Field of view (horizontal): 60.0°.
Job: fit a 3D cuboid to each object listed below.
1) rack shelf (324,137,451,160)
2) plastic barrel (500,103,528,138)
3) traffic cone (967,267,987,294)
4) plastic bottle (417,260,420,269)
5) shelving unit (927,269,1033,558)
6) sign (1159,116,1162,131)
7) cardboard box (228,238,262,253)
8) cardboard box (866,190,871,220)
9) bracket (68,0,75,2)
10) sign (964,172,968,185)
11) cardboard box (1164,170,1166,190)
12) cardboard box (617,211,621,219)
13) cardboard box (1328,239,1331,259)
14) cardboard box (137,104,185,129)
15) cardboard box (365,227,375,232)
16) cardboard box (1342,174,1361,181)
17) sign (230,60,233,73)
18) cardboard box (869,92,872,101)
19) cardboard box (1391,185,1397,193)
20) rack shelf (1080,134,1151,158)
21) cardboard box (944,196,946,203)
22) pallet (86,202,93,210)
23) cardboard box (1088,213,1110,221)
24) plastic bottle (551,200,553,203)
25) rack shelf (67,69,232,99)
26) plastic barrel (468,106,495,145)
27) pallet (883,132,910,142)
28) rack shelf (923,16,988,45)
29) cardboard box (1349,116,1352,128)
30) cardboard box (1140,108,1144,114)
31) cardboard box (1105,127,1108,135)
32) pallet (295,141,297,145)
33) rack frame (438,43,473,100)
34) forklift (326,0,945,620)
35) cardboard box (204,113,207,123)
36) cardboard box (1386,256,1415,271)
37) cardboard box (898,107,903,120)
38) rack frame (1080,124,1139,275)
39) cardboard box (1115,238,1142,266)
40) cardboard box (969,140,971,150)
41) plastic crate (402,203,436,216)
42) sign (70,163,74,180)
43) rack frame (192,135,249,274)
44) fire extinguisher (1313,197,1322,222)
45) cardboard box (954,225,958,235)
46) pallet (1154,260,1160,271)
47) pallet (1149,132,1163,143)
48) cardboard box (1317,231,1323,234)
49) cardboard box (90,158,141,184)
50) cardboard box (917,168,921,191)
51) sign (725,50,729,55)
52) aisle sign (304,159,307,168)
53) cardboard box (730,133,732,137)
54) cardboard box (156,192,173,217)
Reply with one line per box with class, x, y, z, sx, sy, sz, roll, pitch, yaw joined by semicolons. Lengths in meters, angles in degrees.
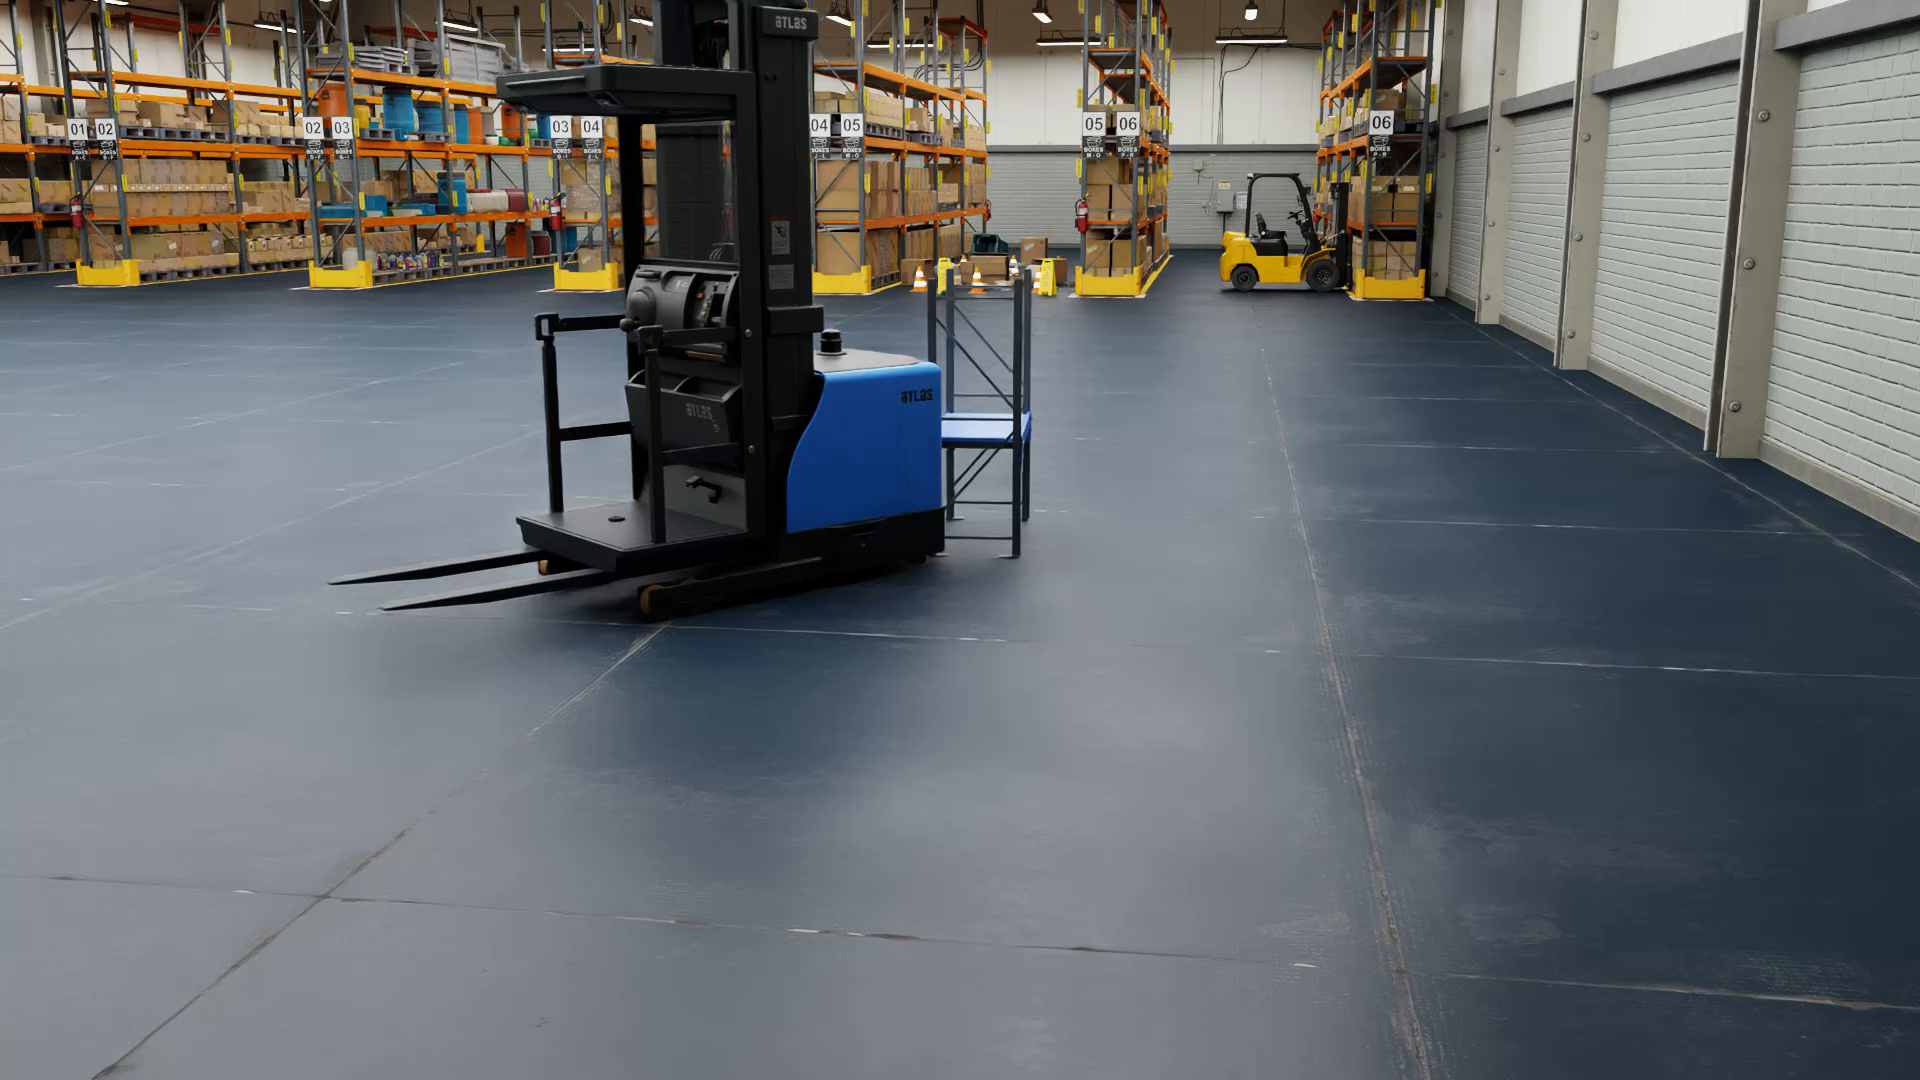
rack shelf;-11.707;-7.918;33.702;1.077;0.370;4.000;2;12;9
plastic barrel;-10.694;-10.052;39.880;0.600;0.830;0.708;2;12;9
traffic cone;0.314;-4.762;30.491;0.336;0.463;0.334;2;12;9
plastic bottle;-11.313;-5.757;34.685;0.097;0.201;0.097;0;12;0
shelving unit;0.123;-0.751;9.418;0.538;1.500;1.048;1;12;5
sign;4.438;-9.272;37.049;0.100;0.325;0.005;2;12;9
cardboard box;-15.984;-6.594;37.170;0.500;0.311;0.500;2;12;9
cardboard box;-2.160;-6.312;31.306;0.875;0.550;0.550;2;12;9
bracket;-21.213;-12.898;39.438;0.235;0.232;0.430;2;12;9
sign;0.159;-9.092;41.811;0.100;0.325;0.005;2;12;9
cardboard box;5.003;-9.244;42.655;0.500;0.500;0.500;2;12;10
cardboard box;-6.731;-6.258;32.009;0.380;0.149;0.250;2;12;9
cardboard box;8.886;-6.811;38.913;0.500;0.500;0.500;1;12;7
cardboard box;-16.671;-8.833;34.665;0.797;0.503;0.637;3;13;15
cardboard box;-15.532;-8.105;43.091;0.500;0.250;0.500;2;12;9
cardboard box;9.914;-8.983;41.928;0.500;0.500;0.500;2;12;7
sign;-19.420;-12.619;44.282;0.100;0.325;0.005;2;12;9
cardboard box;-1.830;-8.144;30.510;0.380;0.149;0.250;2;12;9
cardboard box;7.860;-6.227;29.491;0.380;0.149;0.250;2;12;9
rack shelf;2.979;-7.436;31.467;1.077;0.370;4.000;2;12;9
cardboard box;-0.535;-8.155;39.815;0.380;0.149;0.250;2;12;9
pallet;-20.578;-8.128;40.543;1.213;0.211;1.003;2;12;9
cardboard box;2.518;-5.867;30.196;0.380;0.149;0.250;2;12;11
plastic bottle;-10.176;-8.333;41.344;0.097;0.271;0.097;0;12;0
rack shelf;-16.601;-9.350;34.176;1.077;0.370;4.000;2;12;9
plastic barrel;-11.125;-9.600;38.608;0.600;0.901;0.600;0;12;0
pallet;-1.528;-8.443;34.883;0.805;0.209;1.217;1;12;6
rack shelf;-0.082;-13.165;43.039;1.077;0.370;4.000;2;12;9
cardboard box;8.062;-8.414;33.271;0.500;0.311;0.500;1;12;7
cardboard box;3.162;-7.859;30.424;0.380;0.149;0.250;2;12;8
cardboard box;2.450;-7.332;29.873;0.380;0.149;0.250;2;12;9
pallet;-15.694;-9.443;39.521;1.213;0.211;1.003;2;12;11
rack frame;-14.448;-12.812;47.581;1.000;3.000;0.127;2;12;9
forklift;-1.524;-1.183;8.025;3.031;2.935;1.130;-10;16;-40
cardboard box;-20.223;-11.124;43.809;0.500;0.250;0.500;3;12;13
cardboard box;7.854;-4.942;29.649;0.500;0.250;0.500;2;12;10
cardboard box;-1.442;-8.559;33.386;0.500;0.250;0.500;2;12;8
rack frame;2.671;-5.905;29.776;1.000;3.000;0.127;2;12;9
cardboard box;3.148;-5.406;31.208;0.500;0.500;0.500;1;12;7
cardboard box;0.010;-10.128;42.606;0.500;0.250;0.500;2;12;8
plastic crate;-11.301;-6.908;34.780;0.499;0.251;0.616;2;12;9
sign;-17.443;-7.251;32.707;0.100;0.325;0.005;2;12;9
rack frame;-16.293;-7.381;36.622;1.000;3.000;0.127;2;12;9
fire extinguisher;9.603;-8.902;44.747;0.296;0.674;0.183;2;12;9
cardboard box;-0.347;-7.623;40.902;0.500;0.250;0.500;2;12;11
pallet;4.098;-6.369;38.547;1.003;0.211;1.213;2;12;9
pallet;3.643;-8.454;34.926;1.213;0.211;1.003;2;12;9
cardboard box;9.850;-7.937;44.130;0.797;0.503;0.637;1;12;6
cardboard box;-16.816;-7.339;33.112;0.700;0.500;0.500;2;12;9
cardboard box;-1.237;-7.942;36.617;0.700;0.500;0.500;2;12;8
sign;-5.353;-11.304;38.182;0.100;0.325;0.005;2;12;9
aisle sign;-19.036;-11.315;48.705;0.394;0.787;0.004;2;12;9
cardboard box;-5.822;-9.924;40.069;0.500;0.500;0.500;3;12;12
cardboard box;-16.666;-6.907;34.184;0.700;0.500;0.500;2;12;9
